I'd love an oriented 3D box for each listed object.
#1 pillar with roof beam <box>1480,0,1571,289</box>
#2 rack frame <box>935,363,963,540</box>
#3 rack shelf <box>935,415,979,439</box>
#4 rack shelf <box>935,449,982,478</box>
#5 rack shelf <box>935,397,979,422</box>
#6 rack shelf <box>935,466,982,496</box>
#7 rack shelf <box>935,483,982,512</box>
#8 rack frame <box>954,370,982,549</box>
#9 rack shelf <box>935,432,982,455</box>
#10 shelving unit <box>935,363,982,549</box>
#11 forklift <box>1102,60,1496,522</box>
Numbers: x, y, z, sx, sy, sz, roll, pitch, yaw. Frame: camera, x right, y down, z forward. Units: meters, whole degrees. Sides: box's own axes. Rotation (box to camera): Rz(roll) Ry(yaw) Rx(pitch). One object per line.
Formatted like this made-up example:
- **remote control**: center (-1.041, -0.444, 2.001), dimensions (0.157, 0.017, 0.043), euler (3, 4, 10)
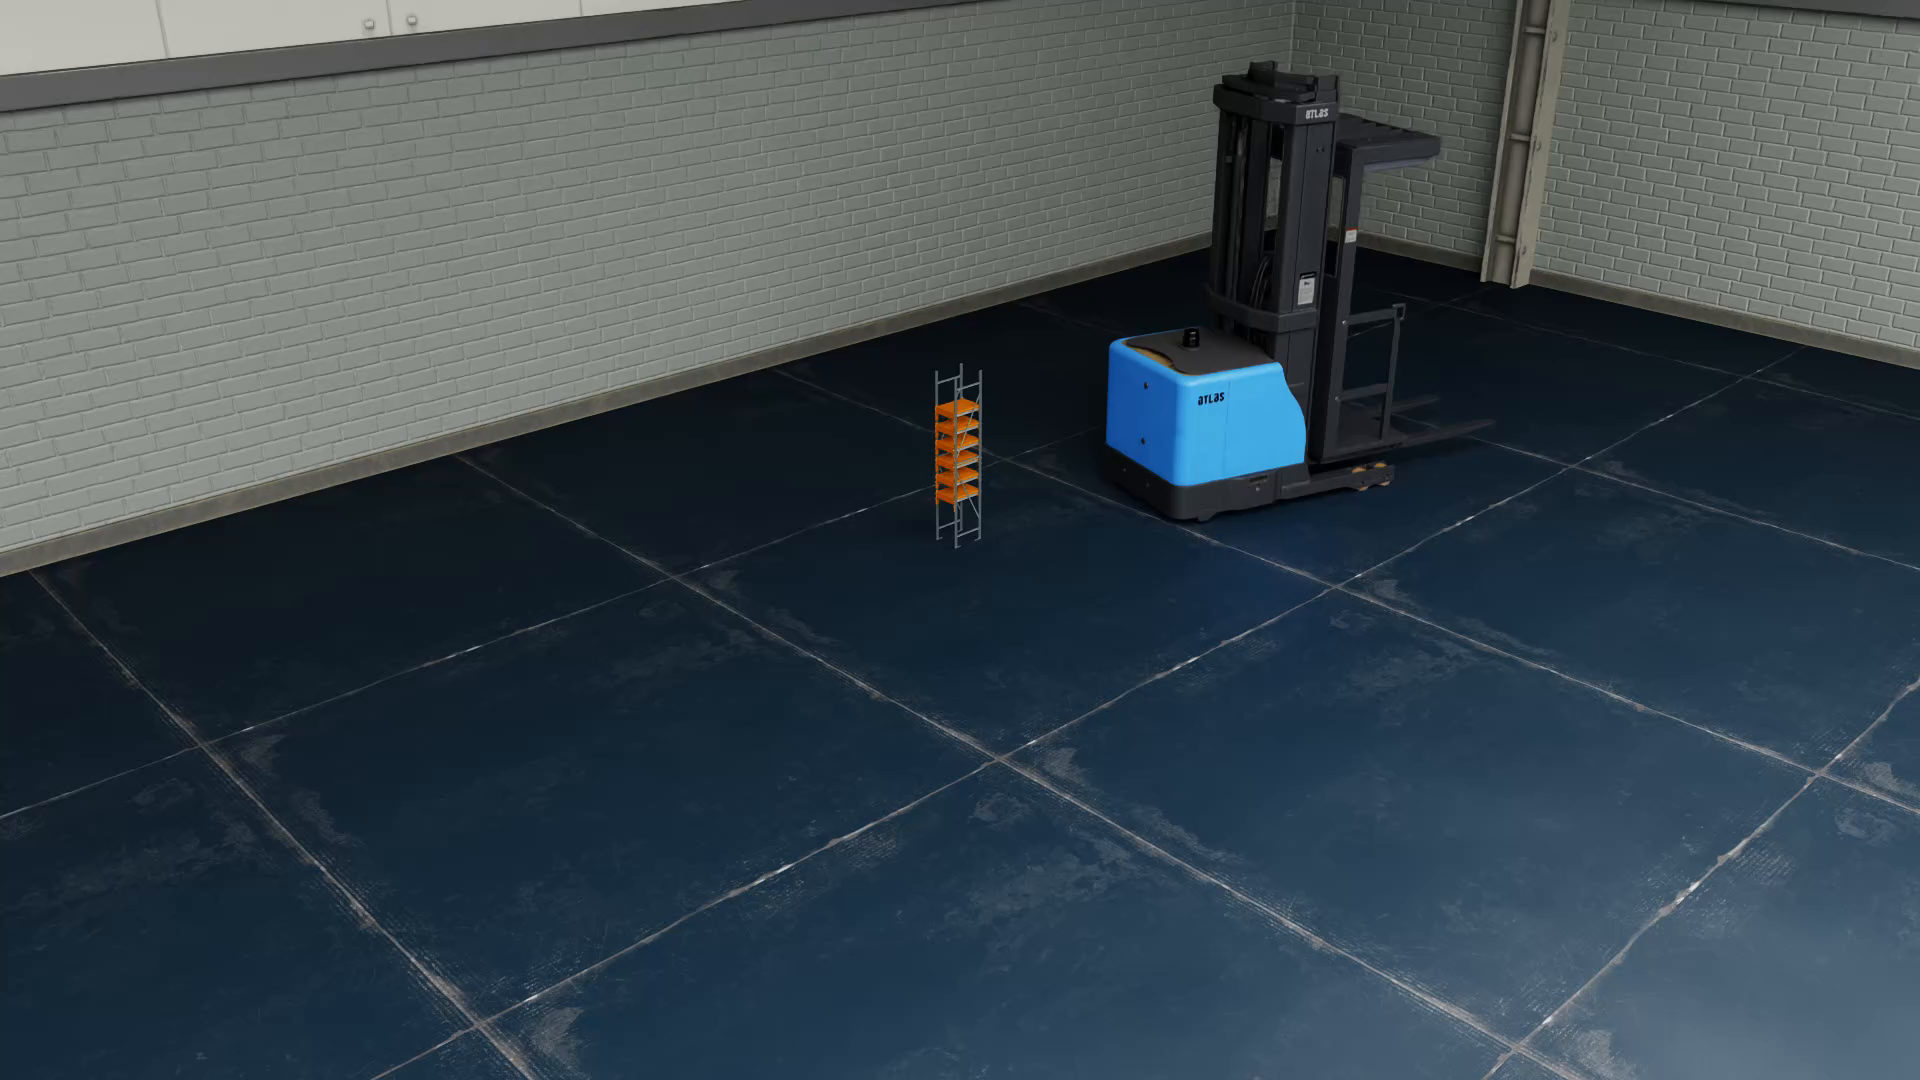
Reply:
- **pillar with roof beam**: center (2.442, -5.519, 12.505), dimensions (9.100, 9.000, 0.400), euler (-21, 32, -38)
- **rack frame**: center (-0.072, -0.578, 11.071), dimensions (0.240, 1.200, 0.006), euler (-21, 32, -38)
- **rack shelf**: center (-0.010, -0.728, 10.929), dimensions (0.258, 0.103, 0.180), euler (-21, 32, -38)
- **rack shelf**: center (-0.010, -0.510, 11.029), dimensions (0.258, 0.103, 0.180), euler (-21, 32, -38)
- **rack shelf**: center (-0.010, -0.837, 10.880), dimensions (0.258, 0.103, 0.180), euler (-21, 32, -38)
- **rack shelf**: center (-0.010, -0.401, 11.079), dimensions (0.258, 0.103, 0.180), euler (-21, 32, -38)
- **rack shelf**: center (-0.010, -0.291, 11.129), dimensions (0.258, 0.103, 0.180), euler (-21, 32, -38)
- **rack frame**: center (0.053, -0.523, 10.950), dimensions (0.240, 1.200, 0.006), euler (-21, 32, -38)
- **rack shelf**: center (-0.010, -0.619, 10.979), dimensions (0.258, 0.103, 0.180), euler (-21, 32, -38)
- **shelving unit**: center (-0.010, -0.550, 11.011), dimensions (0.258, 1.200, 0.189), euler (-21, 32, -38)
- **forklift**: center (2.591, -1.871, 11.820), dimensions (3.031, 2.935, 1.130), euler (-12, 27, -24)
